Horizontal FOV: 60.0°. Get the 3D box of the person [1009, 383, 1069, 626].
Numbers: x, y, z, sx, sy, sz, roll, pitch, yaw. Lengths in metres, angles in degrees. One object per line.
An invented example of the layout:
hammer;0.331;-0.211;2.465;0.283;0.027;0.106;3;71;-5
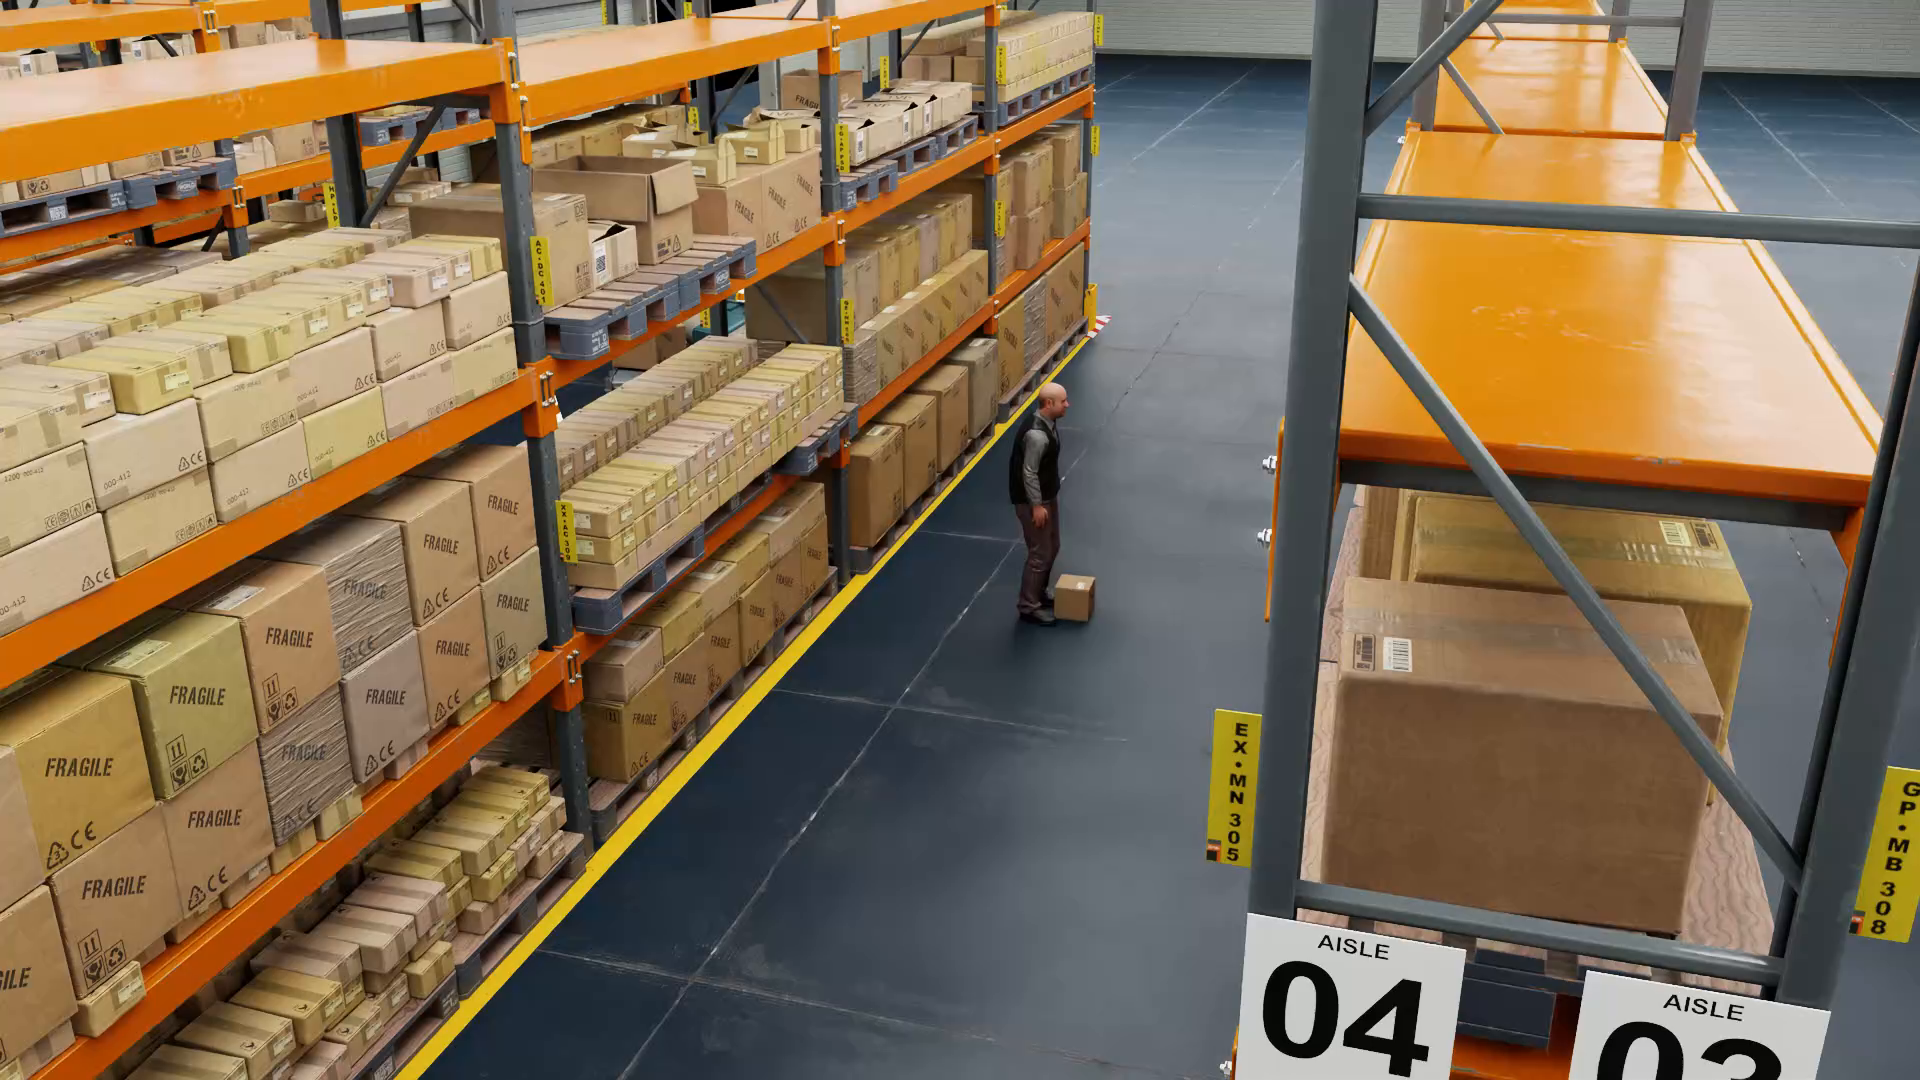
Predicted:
person;0.558;-0.290;11.878;0.418;1.719;0.585;5;22;13
